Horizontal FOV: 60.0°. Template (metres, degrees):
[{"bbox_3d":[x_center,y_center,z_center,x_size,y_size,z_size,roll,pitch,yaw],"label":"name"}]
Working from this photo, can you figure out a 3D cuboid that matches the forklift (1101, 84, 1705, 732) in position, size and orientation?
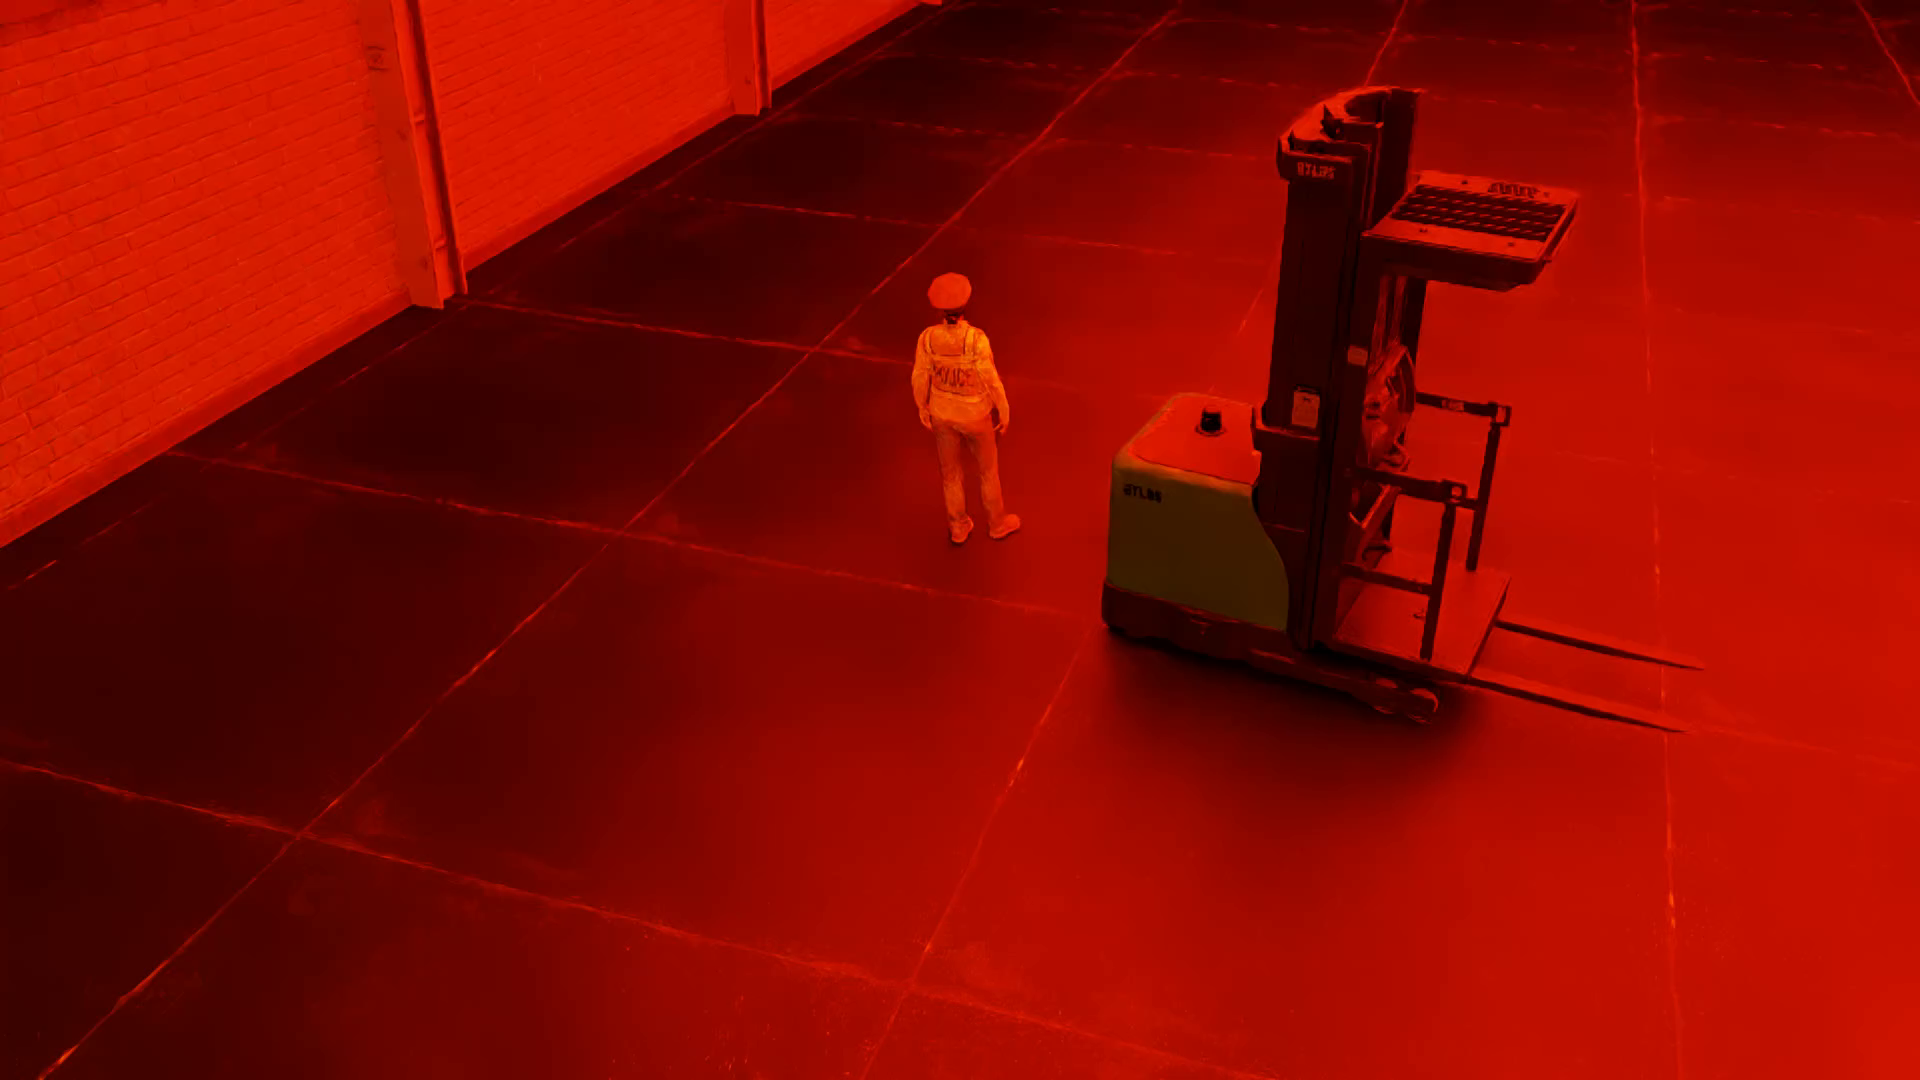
[{"bbox_3d":[2.330,-0.650,8.277,3.031,2.935,1.130,15,33,24],"label":"forklift"}]

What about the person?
[{"bbox_3d":[0.029,-0.773,9.726,0.586,1.695,0.532,10,31,16],"label":"person"}]
